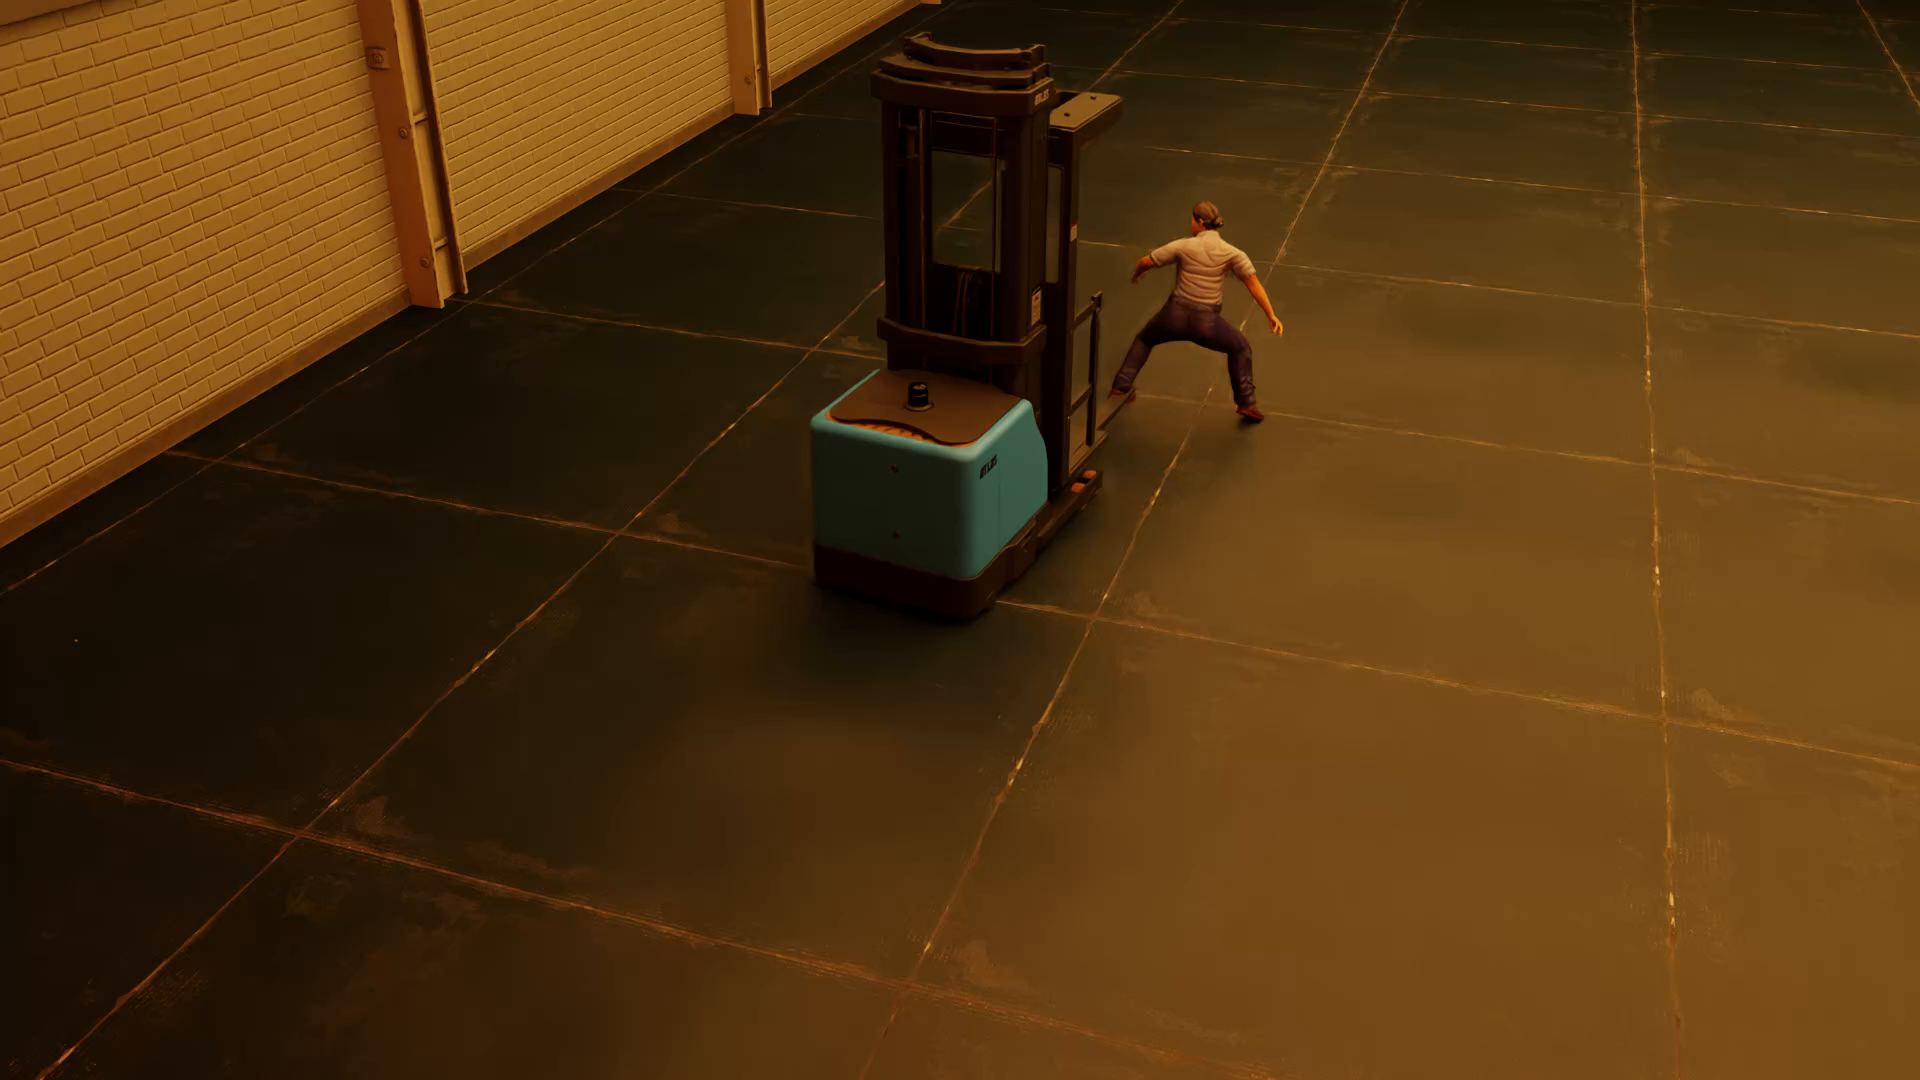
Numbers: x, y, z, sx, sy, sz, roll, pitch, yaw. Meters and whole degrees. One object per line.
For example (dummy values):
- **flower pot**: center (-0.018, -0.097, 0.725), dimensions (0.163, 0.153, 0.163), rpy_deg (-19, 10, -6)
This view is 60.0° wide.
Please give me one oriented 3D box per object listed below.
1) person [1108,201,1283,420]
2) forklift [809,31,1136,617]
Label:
- **person**: center (1.618, -1.481, 11.169), dimensions (1.125, 1.573, 0.530), rpy_deg (9, 31, 15)
- **forklift**: center (0.256, -1.552, 9.860), dimensions (1.130, 2.935, 3.031), rpy_deg (14, 32, 22)
